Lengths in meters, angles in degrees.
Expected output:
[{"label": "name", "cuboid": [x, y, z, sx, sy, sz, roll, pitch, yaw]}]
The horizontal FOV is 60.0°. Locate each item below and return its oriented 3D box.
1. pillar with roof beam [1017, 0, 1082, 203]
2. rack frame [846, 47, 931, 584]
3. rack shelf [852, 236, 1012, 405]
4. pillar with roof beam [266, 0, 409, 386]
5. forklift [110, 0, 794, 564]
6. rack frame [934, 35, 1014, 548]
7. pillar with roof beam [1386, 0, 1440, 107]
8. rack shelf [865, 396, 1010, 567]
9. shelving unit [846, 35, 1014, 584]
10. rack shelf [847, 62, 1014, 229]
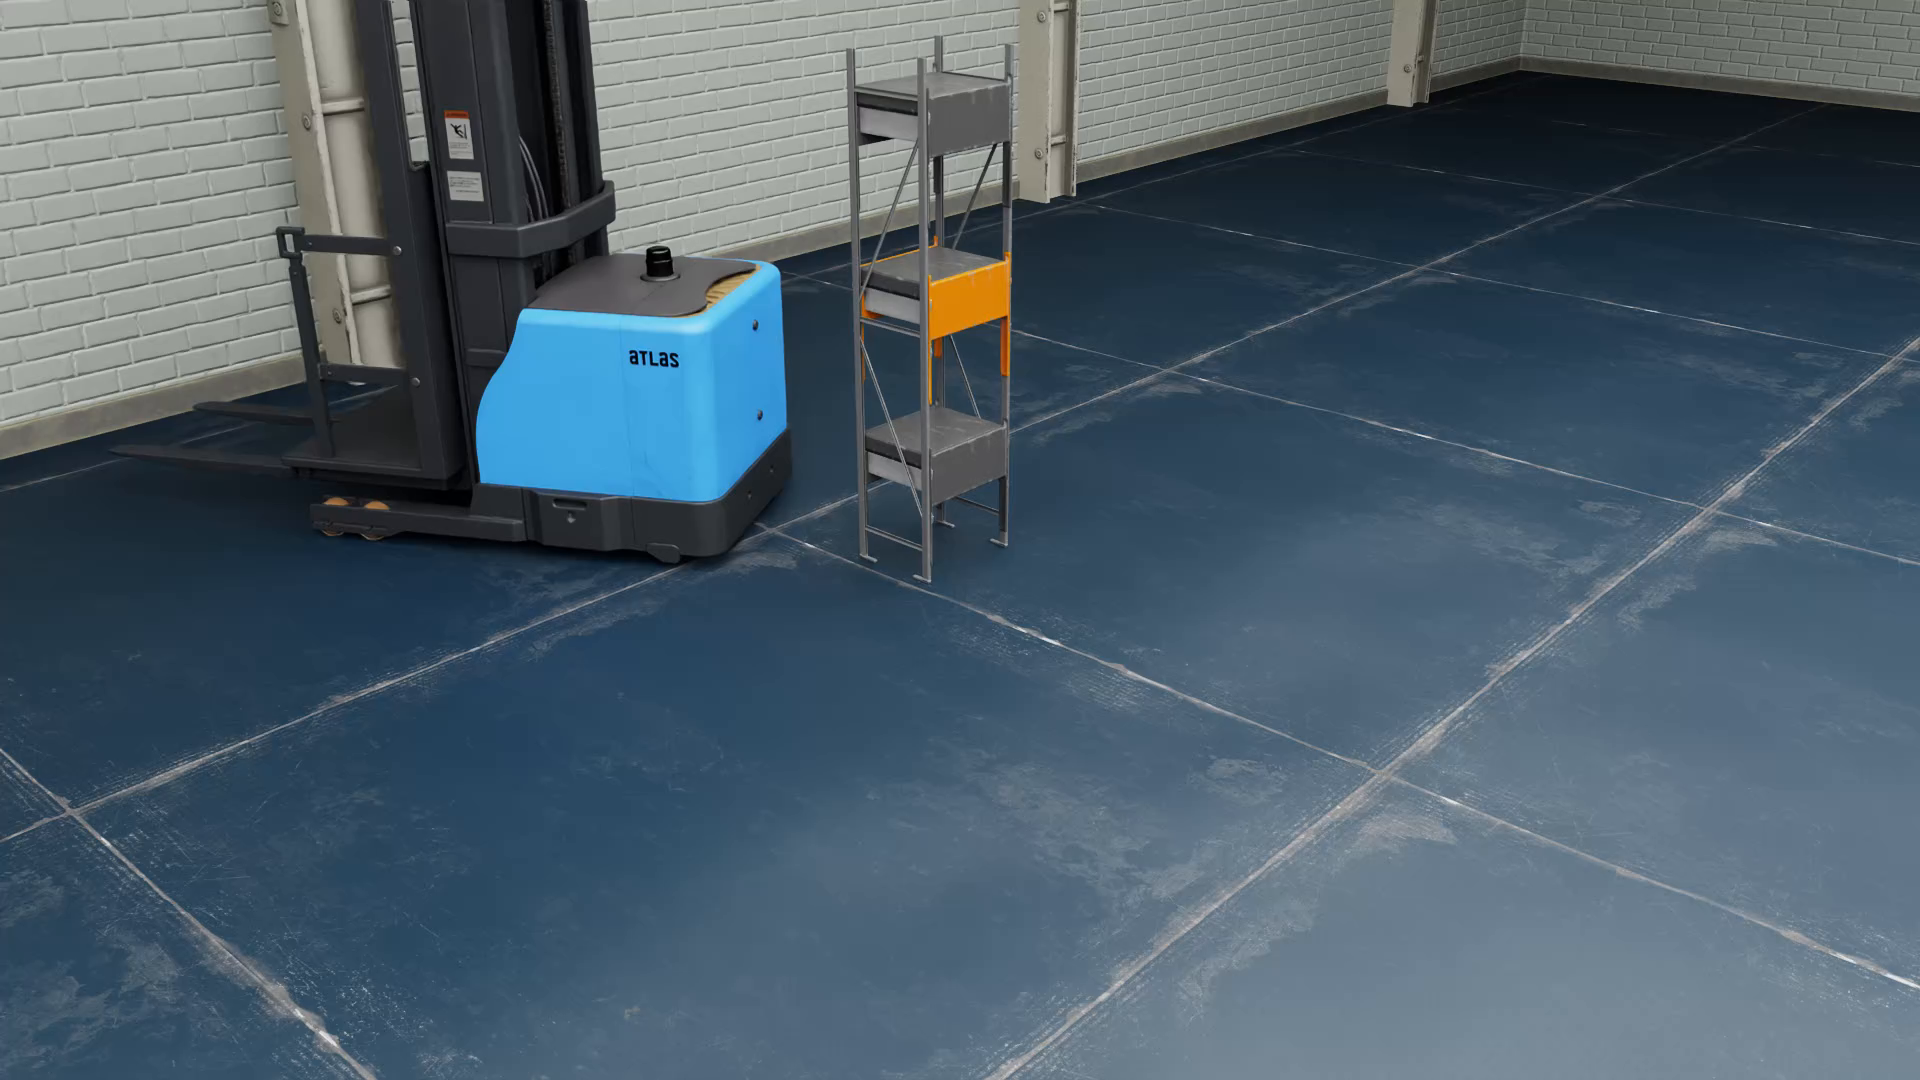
[{"label": "pillar with roof beam", "cuboid": [3.904, -5.709, 8.983, 9.100, 9.000, 0.400, 20, 31, 38]}, {"label": "rack frame", "cuboid": [-0.273, -0.833, 6.542, 0.400, 2.100, 0.015, 20, 31, 38]}, {"label": "rack shelf", "cuboid": [-0.110, -0.895, 6.714, 0.431, 0.518, 0.480, 20, 31, 38]}, {"label": "pillar with roof beam", "cuboid": [-0.100, -3.881, 4.906, 9.100, 9.000, 0.400, 20, 31, 38]}, {"label": "forklift", "cuboid": [-2.346, -1.538, 7.099, 3.031, 2.935, 1.130, 5, 25, 12]}, {"label": "rack frame", "cuboid": [0.052, -0.982, 6.874, 0.400, 2.100, 0.015, 20, 31, 38]}, {"label": "pillar with roof beam", "cuboid": [7.909, -7.537, 13.060, 9.100, 9.000, 0.400, 20, 31, 38]}, {"label": "rack shelf", "cuboid": [-0.110, -0.256, 7.000, 0.431, 0.518, 0.480, 20, 31, 38]}, {"label": "shelving unit", "cuboid": [-0.110, -0.908, 6.708, 0.431, 2.100, 0.503, 20, 31, 38]}, {"label": "rack shelf", "cuboid": [-0.110, -1.534, 6.427, 0.431, 0.518, 0.480, 20, 31, 38]}]
